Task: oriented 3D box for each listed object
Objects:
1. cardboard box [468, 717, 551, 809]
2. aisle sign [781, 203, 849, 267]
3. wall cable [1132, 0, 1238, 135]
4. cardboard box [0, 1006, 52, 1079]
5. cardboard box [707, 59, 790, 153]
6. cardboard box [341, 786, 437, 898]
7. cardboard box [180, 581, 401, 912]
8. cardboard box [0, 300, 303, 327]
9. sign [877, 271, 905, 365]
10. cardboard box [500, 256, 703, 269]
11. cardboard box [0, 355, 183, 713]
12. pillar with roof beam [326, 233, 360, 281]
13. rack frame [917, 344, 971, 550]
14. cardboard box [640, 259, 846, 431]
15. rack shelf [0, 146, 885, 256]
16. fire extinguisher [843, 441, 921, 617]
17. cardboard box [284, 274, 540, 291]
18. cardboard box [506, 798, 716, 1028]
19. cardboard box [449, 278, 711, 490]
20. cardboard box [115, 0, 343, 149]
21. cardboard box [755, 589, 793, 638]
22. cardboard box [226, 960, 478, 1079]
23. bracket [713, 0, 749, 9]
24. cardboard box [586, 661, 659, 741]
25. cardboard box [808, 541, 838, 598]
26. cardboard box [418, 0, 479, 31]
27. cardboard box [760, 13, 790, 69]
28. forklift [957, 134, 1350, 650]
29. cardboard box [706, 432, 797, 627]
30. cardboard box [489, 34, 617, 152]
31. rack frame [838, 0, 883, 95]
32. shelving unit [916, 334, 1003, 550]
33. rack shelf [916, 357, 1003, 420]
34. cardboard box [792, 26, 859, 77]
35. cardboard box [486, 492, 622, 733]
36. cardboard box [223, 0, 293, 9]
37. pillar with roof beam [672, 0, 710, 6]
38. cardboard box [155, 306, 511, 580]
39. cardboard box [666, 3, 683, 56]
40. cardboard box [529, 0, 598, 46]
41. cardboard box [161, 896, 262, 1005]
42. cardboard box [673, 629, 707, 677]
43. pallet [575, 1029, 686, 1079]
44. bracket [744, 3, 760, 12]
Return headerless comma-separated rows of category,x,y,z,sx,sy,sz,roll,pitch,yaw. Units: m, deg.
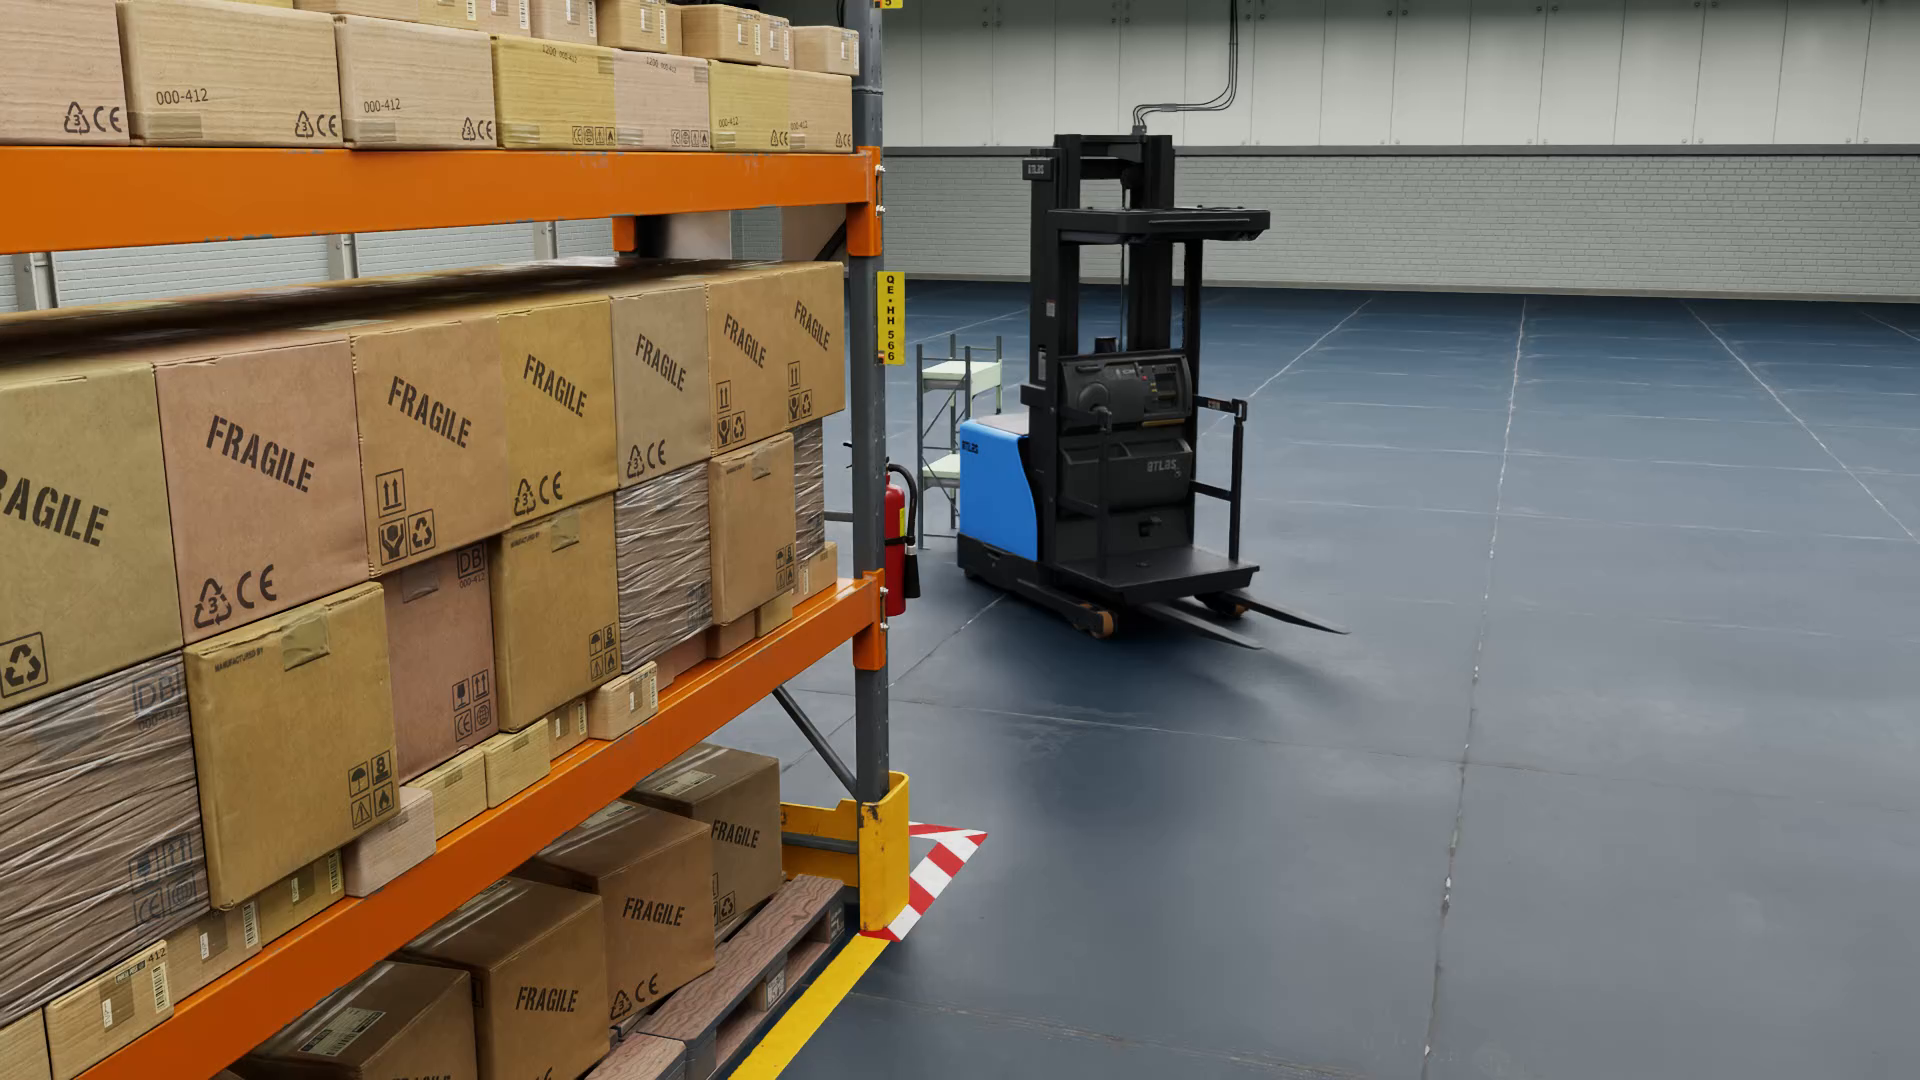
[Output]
cardboard box,-1.228,0.519,4.039,0.380,0.149,0.250,4,14,18
aisle sign,-0.457,-1.364,5.883,0.394,0.787,0.004,4,14,18
wall cable,4.975,-11.832,36.460,2.305,6.003,0.169,4,14,18
cardboard box,-1.701,0.835,2.651,0.380,0.149,0.250,4,14,18
cardboard box,-0.835,-1.270,4.906,0.500,0.250,0.500,4,14,19
cardboard box,-1.361,0.626,3.568,0.380,0.149,0.250,4,14,18
cardboard box,-1.656,0.350,3.321,0.875,0.500,0.500,4,14,18
cardboard box,-1.847,-0.270,3.789,0.500,0.500,0.500,4,14,18
sign,-0.242,-0.780,5.852,0.100,0.325,0.005,4,14,18
cardboard box,-1.197,-0.691,5.633,0.500,0.500,0.500,4,14,18
cardboard box,-1.669,-0.021,2.699,0.500,0.500,0.500,4,14,18
pillar with roof beam,-6.016,-7.499,25.119,9.100,9.000,0.400,4,14,18
rack frame,-0.116,-0.656,11.990,0.400,1.500,0.023,4,14,18
cardboard box,-0.705,-0.653,5.469,0.500,0.500,0.500,4,14,18
rack shelf,-1.408,-0.796,4.111,1.077,0.370,4.000,4,14,18
fire extinguisher,-0.288,-0.059,6.179,0.296,0.674,0.183,4,14,18
cardboard box,-1.526,-0.481,4.712,0.500,0.500,0.500,4,14,18
cardboard box,-1.140,1.167,5.308,0.500,0.500,0.500,9,15,33
cardboard box,-1.026,-0.442,4.545,0.500,0.500,0.500,4,14,18
cardboard box,-1.501,-0.841,3.027,0.500,0.250,0.500,4,14,18
cardboard box,-0.771,0.201,5.432,0.380,0.149,0.250,4,14,18
cardboard box,-1.583,1.412,4.236,0.500,0.500,0.500,3,13,13
bracket,-5.161,-12.527,39.059,0.076,0.066,3.189,4,14,18
cardboard box,-1.044,0.415,4.493,0.380,0.149,0.250,4,14,18
cardboard box,-0.658,0.092,5.910,0.380,0.149,0.250,4,14,18
cardboard box,-1.272,-1.171,3.576,0.380,0.149,0.250,4,13,17
cardboard box,-0.735,-1.496,5.004,0.380,0.149,0.250,4,13,16
forklift,1.142,-0.958,10.098,1.130,2.935,3.031,-7,15,-29
cardboard box,-1.013,-0.072,5.168,0.875,0.500,0.500,4,14,18
cardboard box,-1.167,-1.056,3.971,0.500,0.250,0.500,4,13,17
rack frame,-0.761,-3.030,5.542,1.000,3.000,0.127,4,14,18
shelving unit,0.002,-0.733,12.327,0.431,1.500,0.755,4,14,18
rack shelf,0.002,-1.113,12.240,0.431,0.370,0.720,4,14,18
cardboard box,-0.555,-1.608,5.494,0.380,0.149,0.250,4,14,18
cardboard box,-1.389,0.135,4.263,0.875,0.500,0.500,4,14,18
cardboard box,-1.490,-1.065,3.112,0.380,0.149,0.250,5,14,20
pillar with roof beam,-2.134,-10.025,36.189,9.100,9.000,0.548,4,14,18
cardboard box,-1.346,-0.232,3.622,0.500,0.500,0.500,4,14,18
cardboard box,-0.992,-1.399,4.576,0.380,0.149,0.250,5,14,19
cardboard box,-1.116,-1.281,4.058,0.380,0.149,0.250,4,13,16
cardboard box,-1.553,0.729,3.117,0.380,0.149,0.250,4,14,18
cardboard box,-0.987,0.302,4.989,0.380,0.149,0.250,4,14,18
pallet,-1.478,1.694,4.590,1.003,0.211,1.213,4,14,18
bracket,-4.970,-12.651,39.604,0.235,0.232,0.430,4,14,18
